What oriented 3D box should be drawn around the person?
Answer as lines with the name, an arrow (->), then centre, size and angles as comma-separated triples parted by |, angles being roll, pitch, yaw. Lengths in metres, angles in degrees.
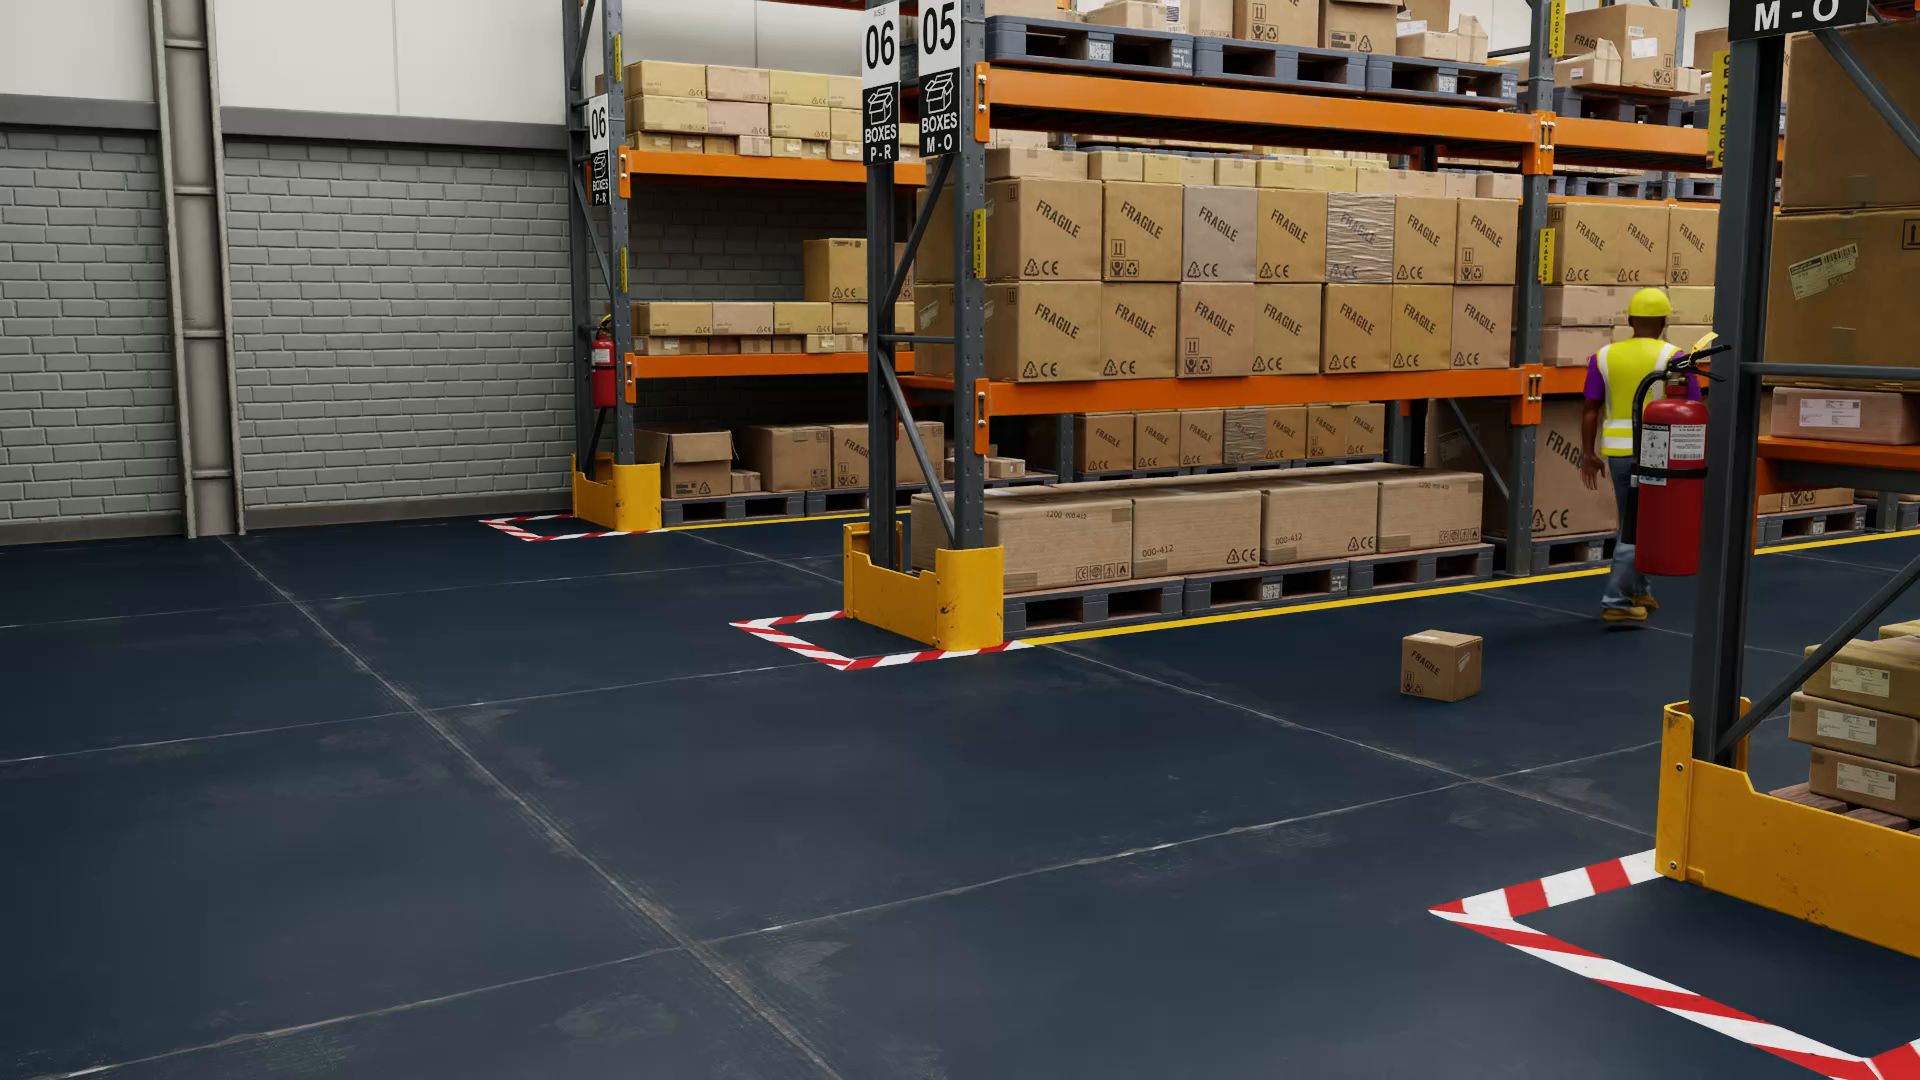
person -> 3.661, -0.440, 8.797 | 0.837, 1.769, 0.585 | -7, 10, -39
